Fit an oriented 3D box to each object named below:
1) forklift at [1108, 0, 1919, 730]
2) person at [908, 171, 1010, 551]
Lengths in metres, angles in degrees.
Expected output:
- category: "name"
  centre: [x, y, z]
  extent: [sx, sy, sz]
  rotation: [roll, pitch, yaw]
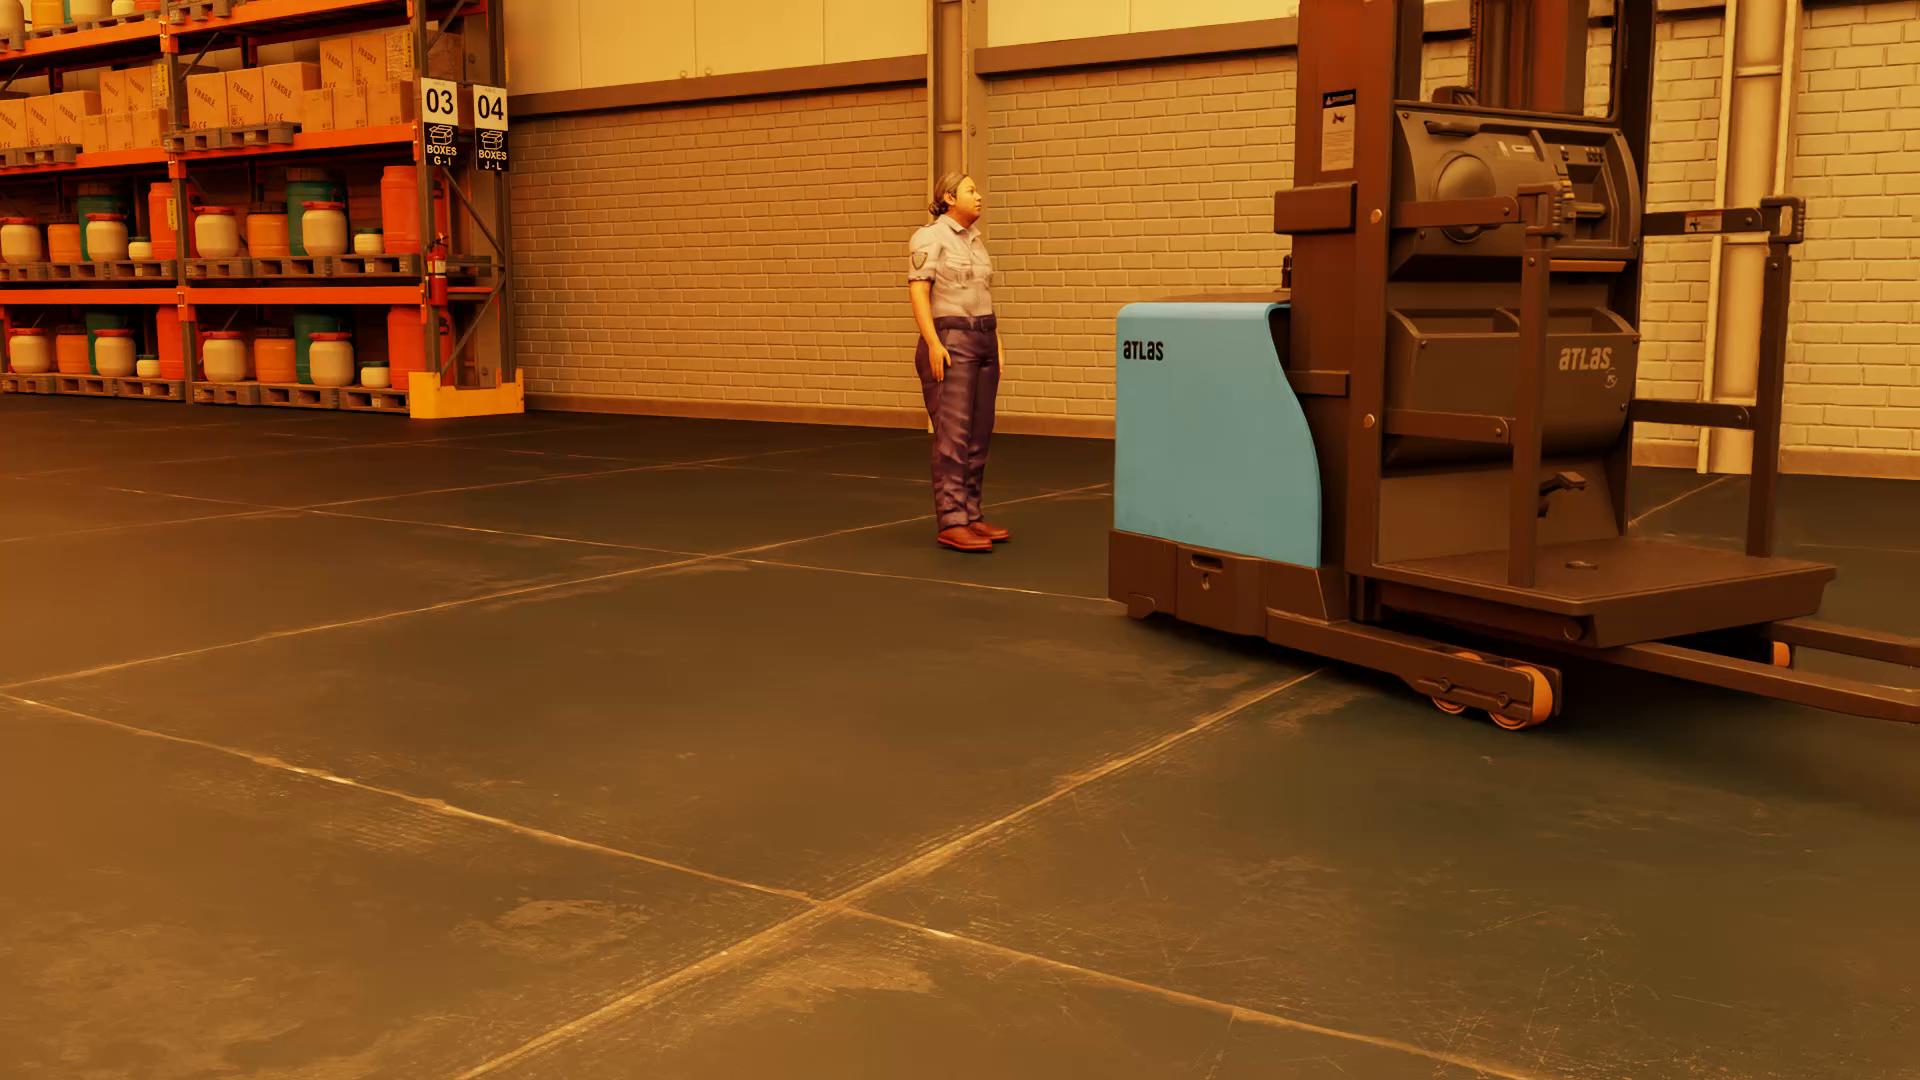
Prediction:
- category: "forklift"
  centre: [1.702, -1.043, 4.527]
  extent: [1.130, 2.935, 3.031]
  rotation: [-5, 9, -31]
- category: "person"
  centre: [0.061, -0.813, 7.419]
  extent: [0.503, 1.650, 0.599]
  rotation: [5, 10, 34]
